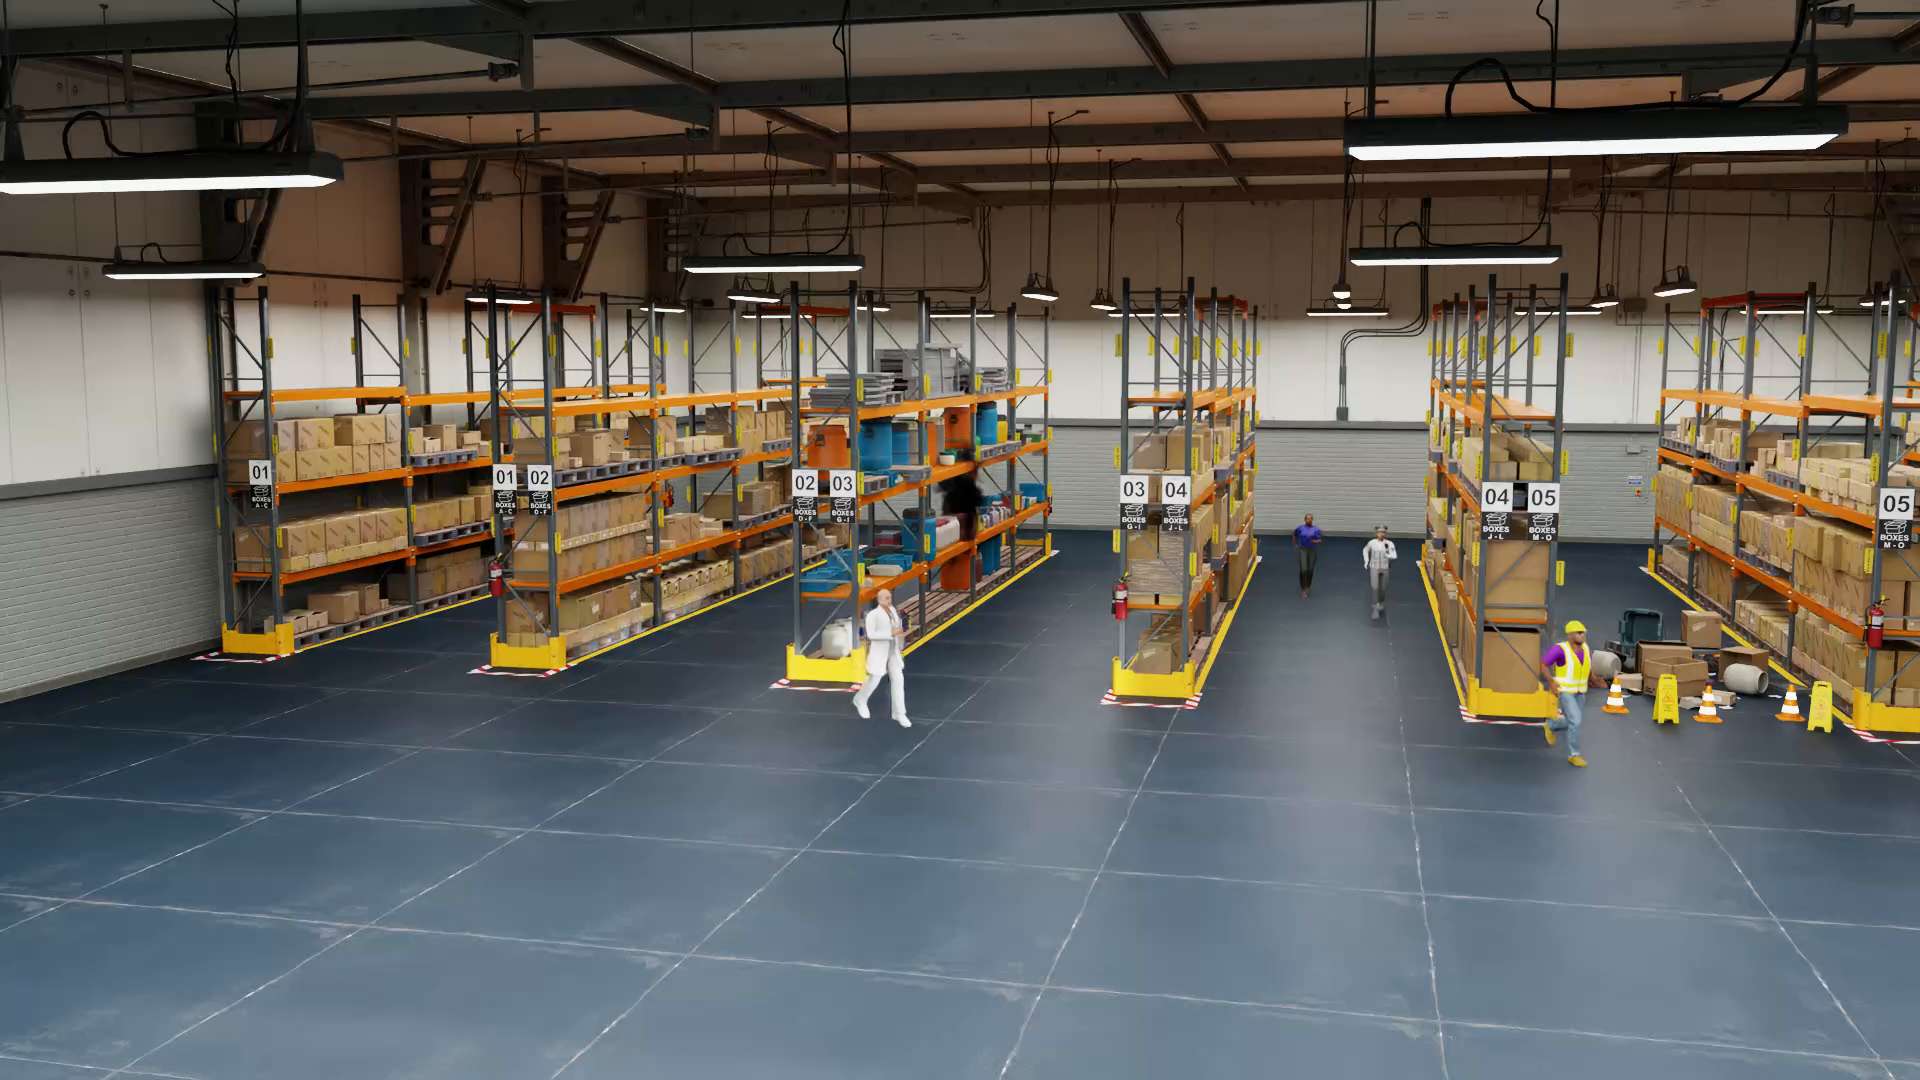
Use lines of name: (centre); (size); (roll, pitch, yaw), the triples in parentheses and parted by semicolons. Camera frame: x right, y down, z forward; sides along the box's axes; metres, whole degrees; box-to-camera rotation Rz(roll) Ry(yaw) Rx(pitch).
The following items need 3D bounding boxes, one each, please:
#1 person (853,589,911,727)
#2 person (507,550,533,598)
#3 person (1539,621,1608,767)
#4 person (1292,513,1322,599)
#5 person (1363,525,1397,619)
person: (-1.042, 1.544, 22.199); (0.690, 1.797, 1.033); (-6, 9, -44)
person: (-7.773, 0.755, 29.703); (0.635, 1.767, 0.756); (1, 7, 11)
person: (7.372, 1.826, 20.252); (0.682, 1.735, 0.845); (-3, 7, -23)
person: (7.041, 0.313, 33.723); (0.546, 1.719, 0.770); (0, 7, 2)
person: (7.872, 0.570, 31.182); (0.593, 1.727, 0.854); (1, 7, 10)
